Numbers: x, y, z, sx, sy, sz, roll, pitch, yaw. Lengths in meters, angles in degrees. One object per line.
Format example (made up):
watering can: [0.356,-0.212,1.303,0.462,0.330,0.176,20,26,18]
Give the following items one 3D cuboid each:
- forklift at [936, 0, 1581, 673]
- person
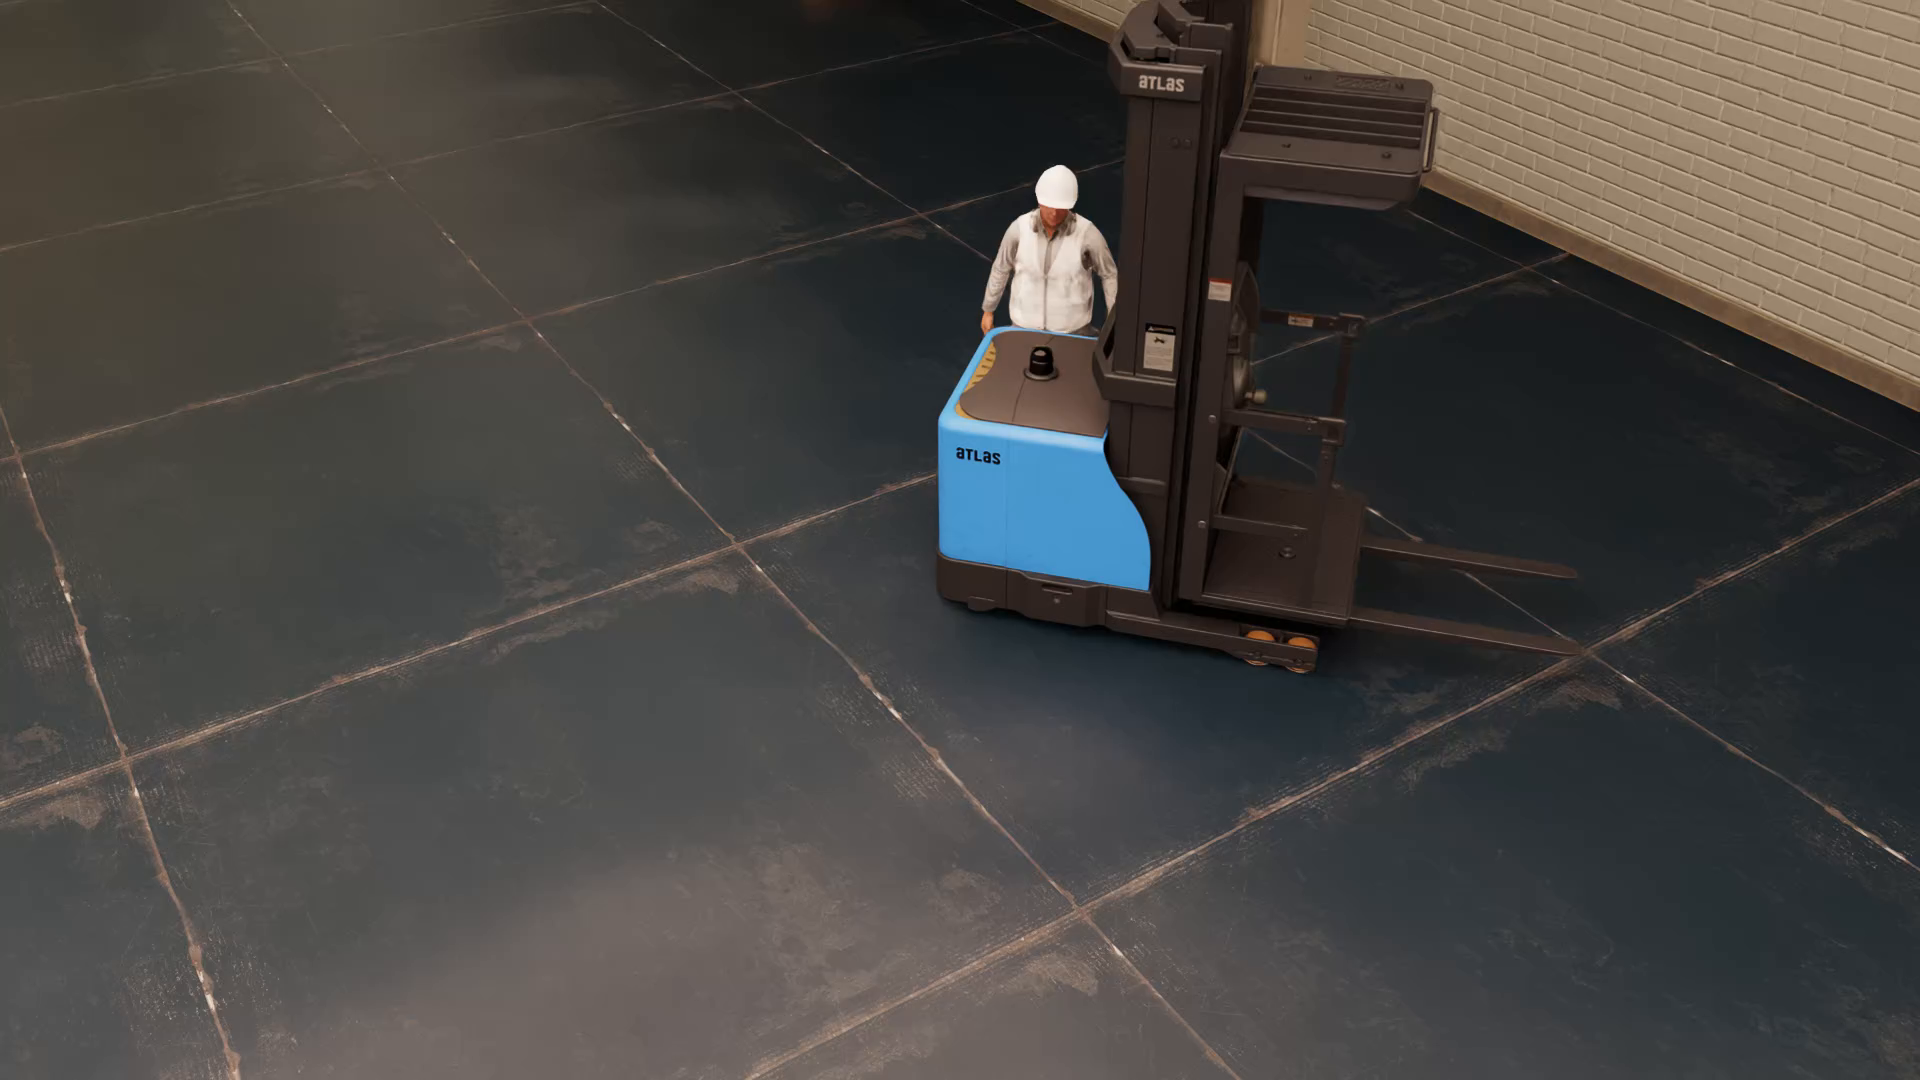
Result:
forklift: [1.460,-0.916,7.452,3.031,2.935,1.130,9,36,13]
person: [0.490,-1.166,8.846,0.770,1.743,0.407,7,36,10]
